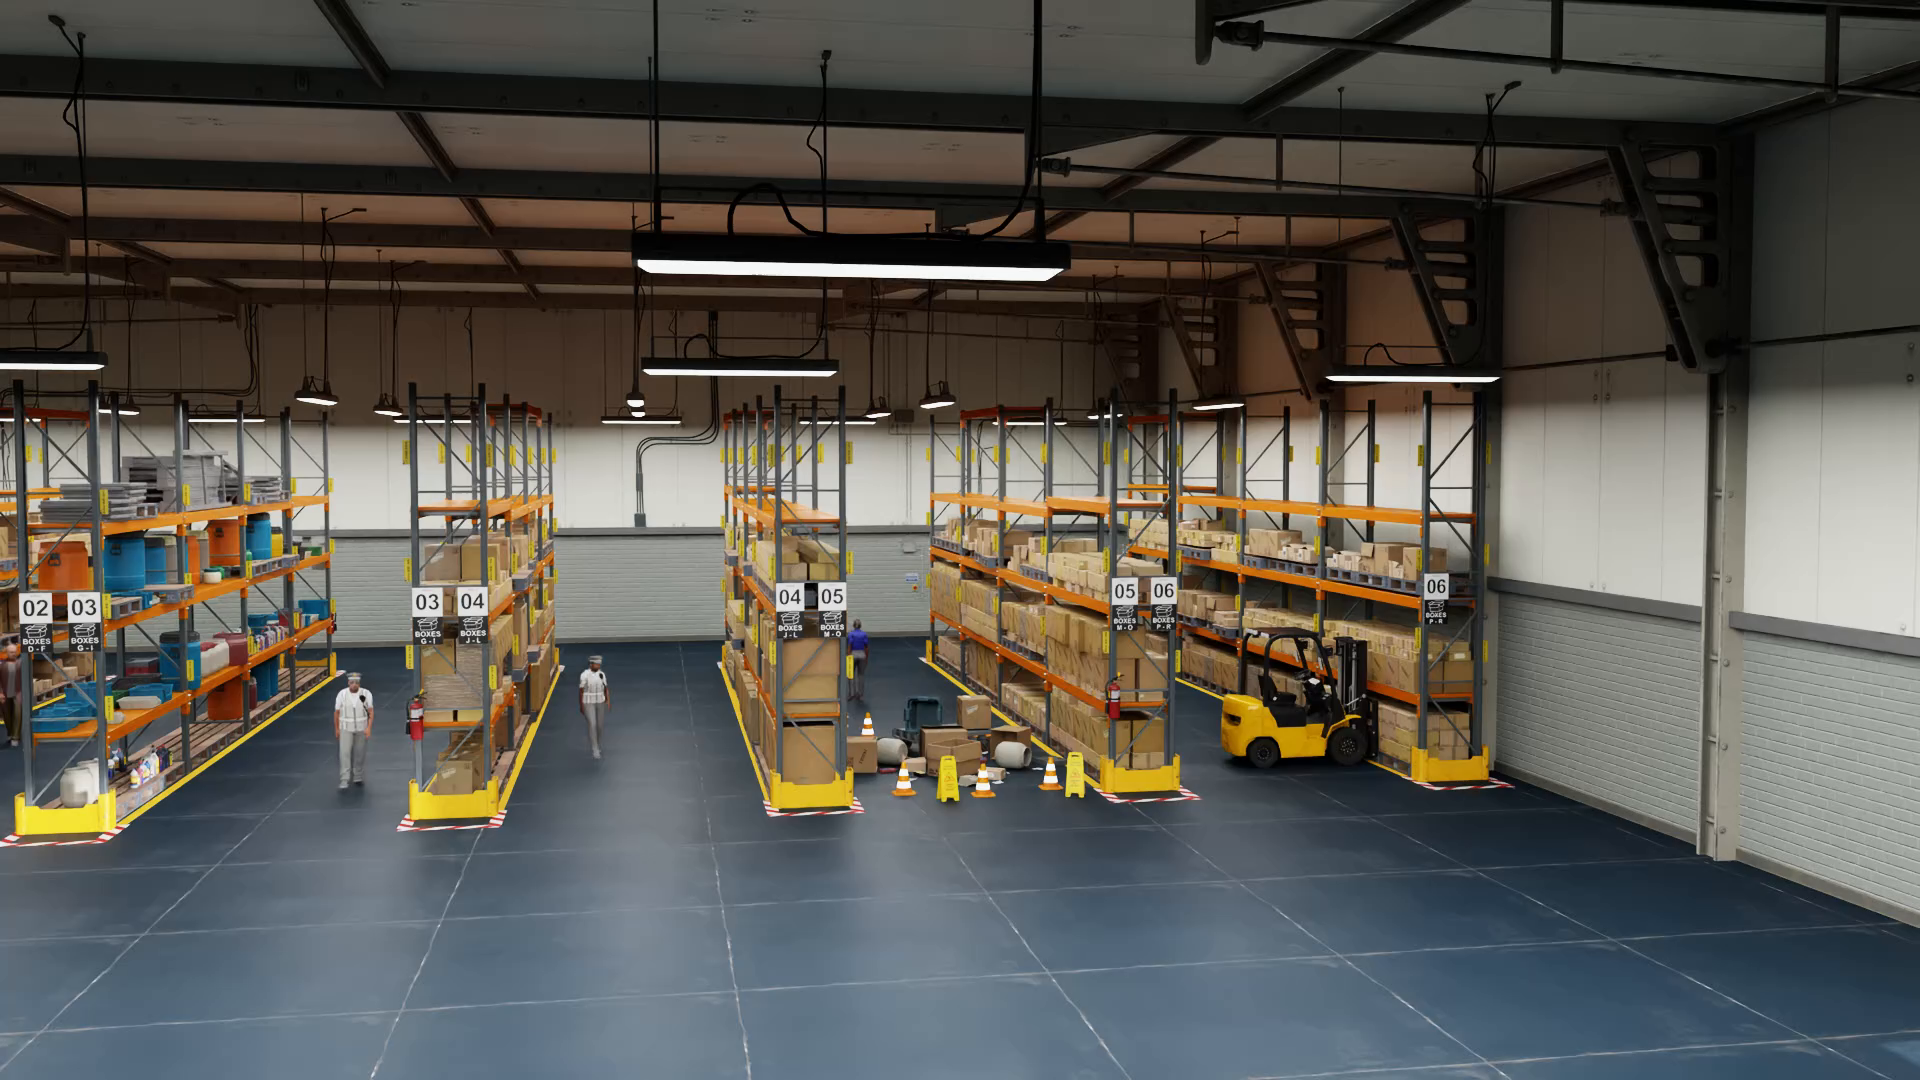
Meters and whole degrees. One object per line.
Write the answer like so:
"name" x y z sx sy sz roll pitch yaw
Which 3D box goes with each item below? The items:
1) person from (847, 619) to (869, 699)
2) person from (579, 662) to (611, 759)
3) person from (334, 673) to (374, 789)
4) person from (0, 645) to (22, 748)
"person" -2.100 2.477 34.145 0.486 1.705 0.595 -1 3 -15
"person" -6.070 2.794 27.833 0.470 1.655 0.747 -2 4 -37
"person" -9.144 2.849 25.099 0.574 1.710 0.992 -1 3 -27
"person" -16.342 2.668 28.656 0.564 1.724 1.063 -1 3 -27
